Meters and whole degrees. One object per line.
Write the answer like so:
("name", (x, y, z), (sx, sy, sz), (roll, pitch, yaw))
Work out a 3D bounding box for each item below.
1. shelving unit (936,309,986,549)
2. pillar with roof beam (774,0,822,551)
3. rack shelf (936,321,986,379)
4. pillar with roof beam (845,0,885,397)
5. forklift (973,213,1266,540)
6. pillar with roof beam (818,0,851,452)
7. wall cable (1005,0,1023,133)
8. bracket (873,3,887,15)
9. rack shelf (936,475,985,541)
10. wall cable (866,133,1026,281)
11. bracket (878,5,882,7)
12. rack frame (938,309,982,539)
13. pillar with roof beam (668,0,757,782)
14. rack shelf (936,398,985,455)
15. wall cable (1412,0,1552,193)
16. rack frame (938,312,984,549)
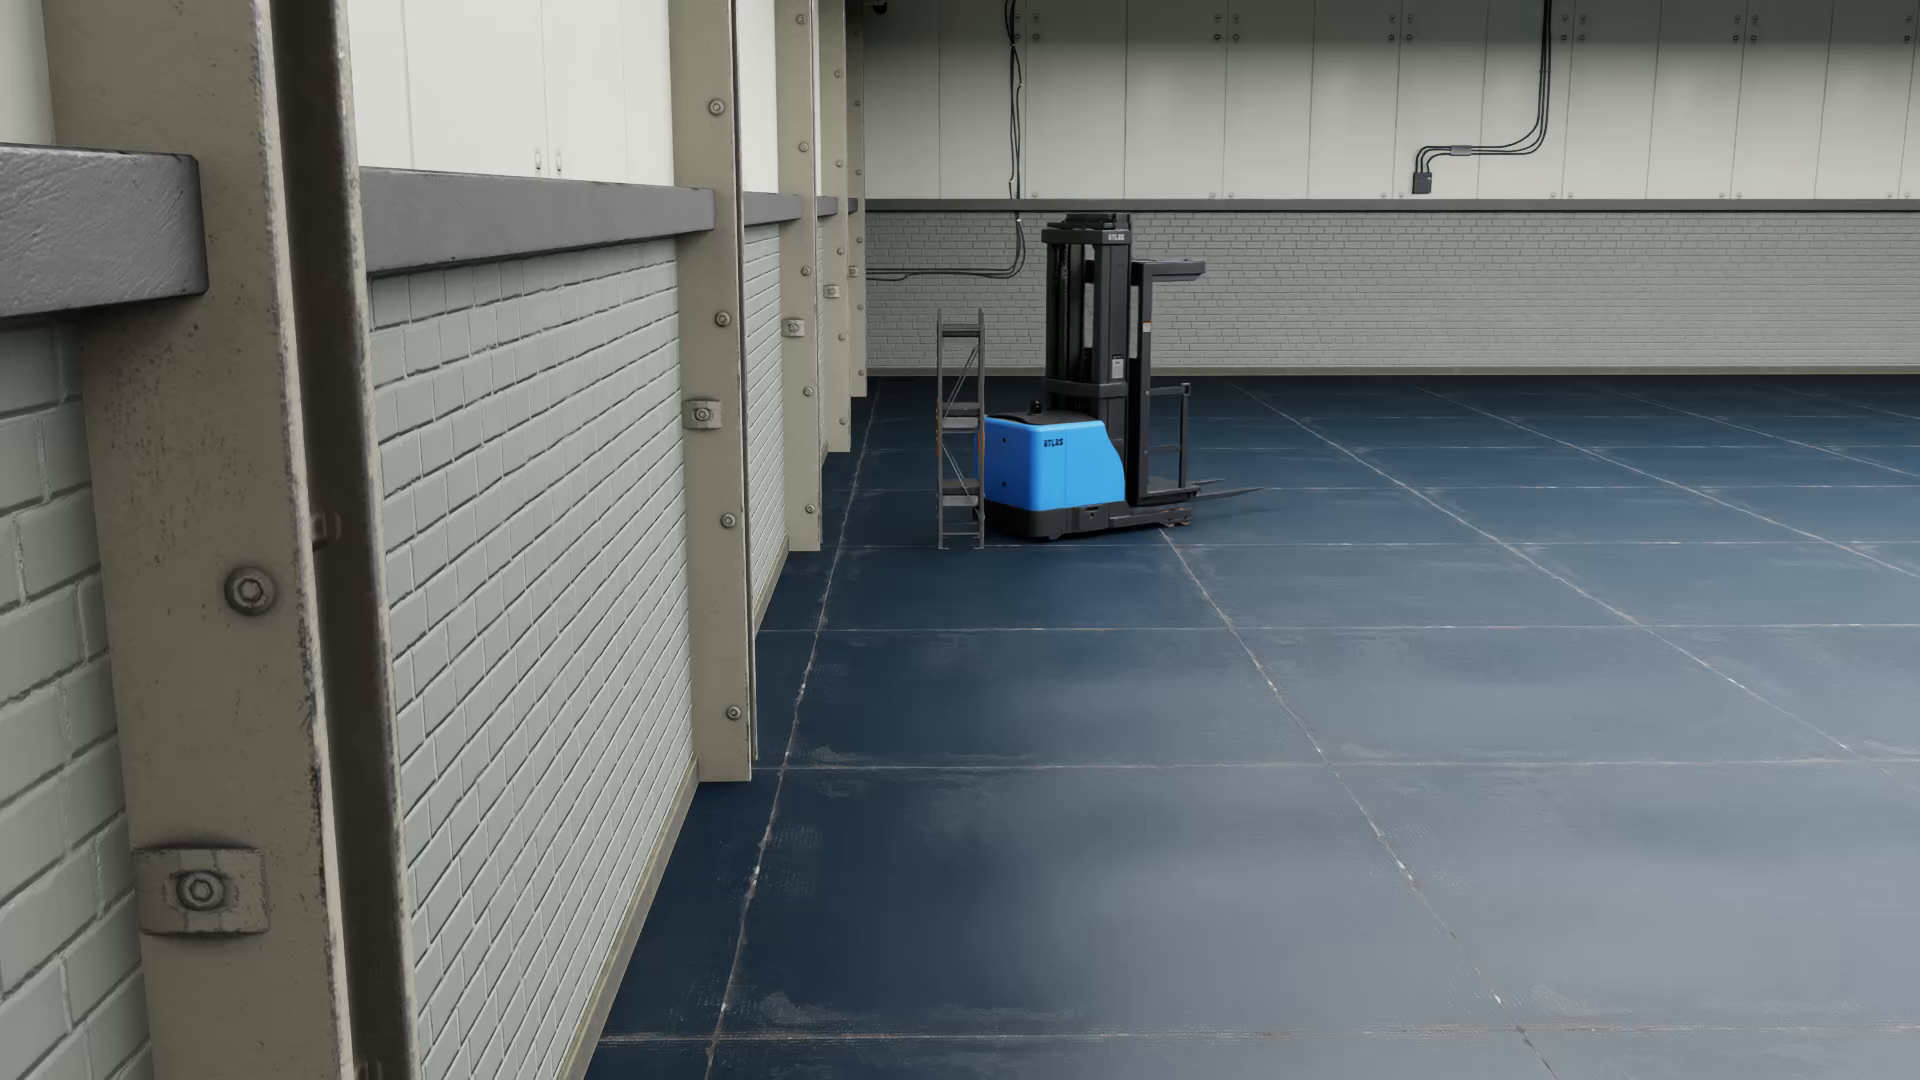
("shelving unit", (0.003, -0.996, 14.879), (0.431, 2.100, 0.503), (0, 11, -1))
("pillar with roof beam", (2.900, -4.370, 14.155), (9.100, 9.000, 0.400), (0, 11, -1))
("rack shelf", (0.004, -1.669, 14.743), (0.431, 0.518, 0.480), (0, 11, -1))
("pillar with roof beam", (2.652, -6.755, 25.913), (9.100, 9.000, 0.548), (0, 11, -1))
("forklift", (1.631, -1.636, 15.940), (3.031, 2.935, 1.130), (-7, 14, -33))
("pillar with roof beam", (2.776, -5.562, 20.034), (9.100, 9.000, 0.400), (0, 11, -1))
("wall cable", (2.313, -8.293, 28.601), (3.097, 2.526, 0.112), (0, 11, -1))
("bracket", (-1.355, -9.056, 28.204), (0.235, 0.232, 0.430), (0, 11, -1))
("rack shelf", (0.003, -0.297, 15.021), (0.431, 0.518, 0.480), (0, 11, -1))
("wall cable", (-0.391, -5.807, 29.048), (3.097, 2.526, 0.112), (0, 11, -1))
("bracket", (-1.343, -8.939, 27.625), (0.076, 0.066, 3.189), (0, 11, -1))
("rack frame", (-0.002, -1.045, 15.118), (0.400, 2.100, 0.015), (0, 11, -1))
("pillar with roof beam", (3.024, -3.177, 8.276), (9.100, 9.000, 0.400), (0, 11, -1))
("rack shelf", (0.003, -0.983, 14.882), (0.431, 0.518, 0.480), (0, 11, -1))
("wall cable", (9.100, -9.031, 28.578), (2.305, 6.003, 0.169), (0, 11, -1))
("rack frame", (0.009, -0.948, 14.640), (0.400, 2.100, 0.015), (0, 11, -1))
